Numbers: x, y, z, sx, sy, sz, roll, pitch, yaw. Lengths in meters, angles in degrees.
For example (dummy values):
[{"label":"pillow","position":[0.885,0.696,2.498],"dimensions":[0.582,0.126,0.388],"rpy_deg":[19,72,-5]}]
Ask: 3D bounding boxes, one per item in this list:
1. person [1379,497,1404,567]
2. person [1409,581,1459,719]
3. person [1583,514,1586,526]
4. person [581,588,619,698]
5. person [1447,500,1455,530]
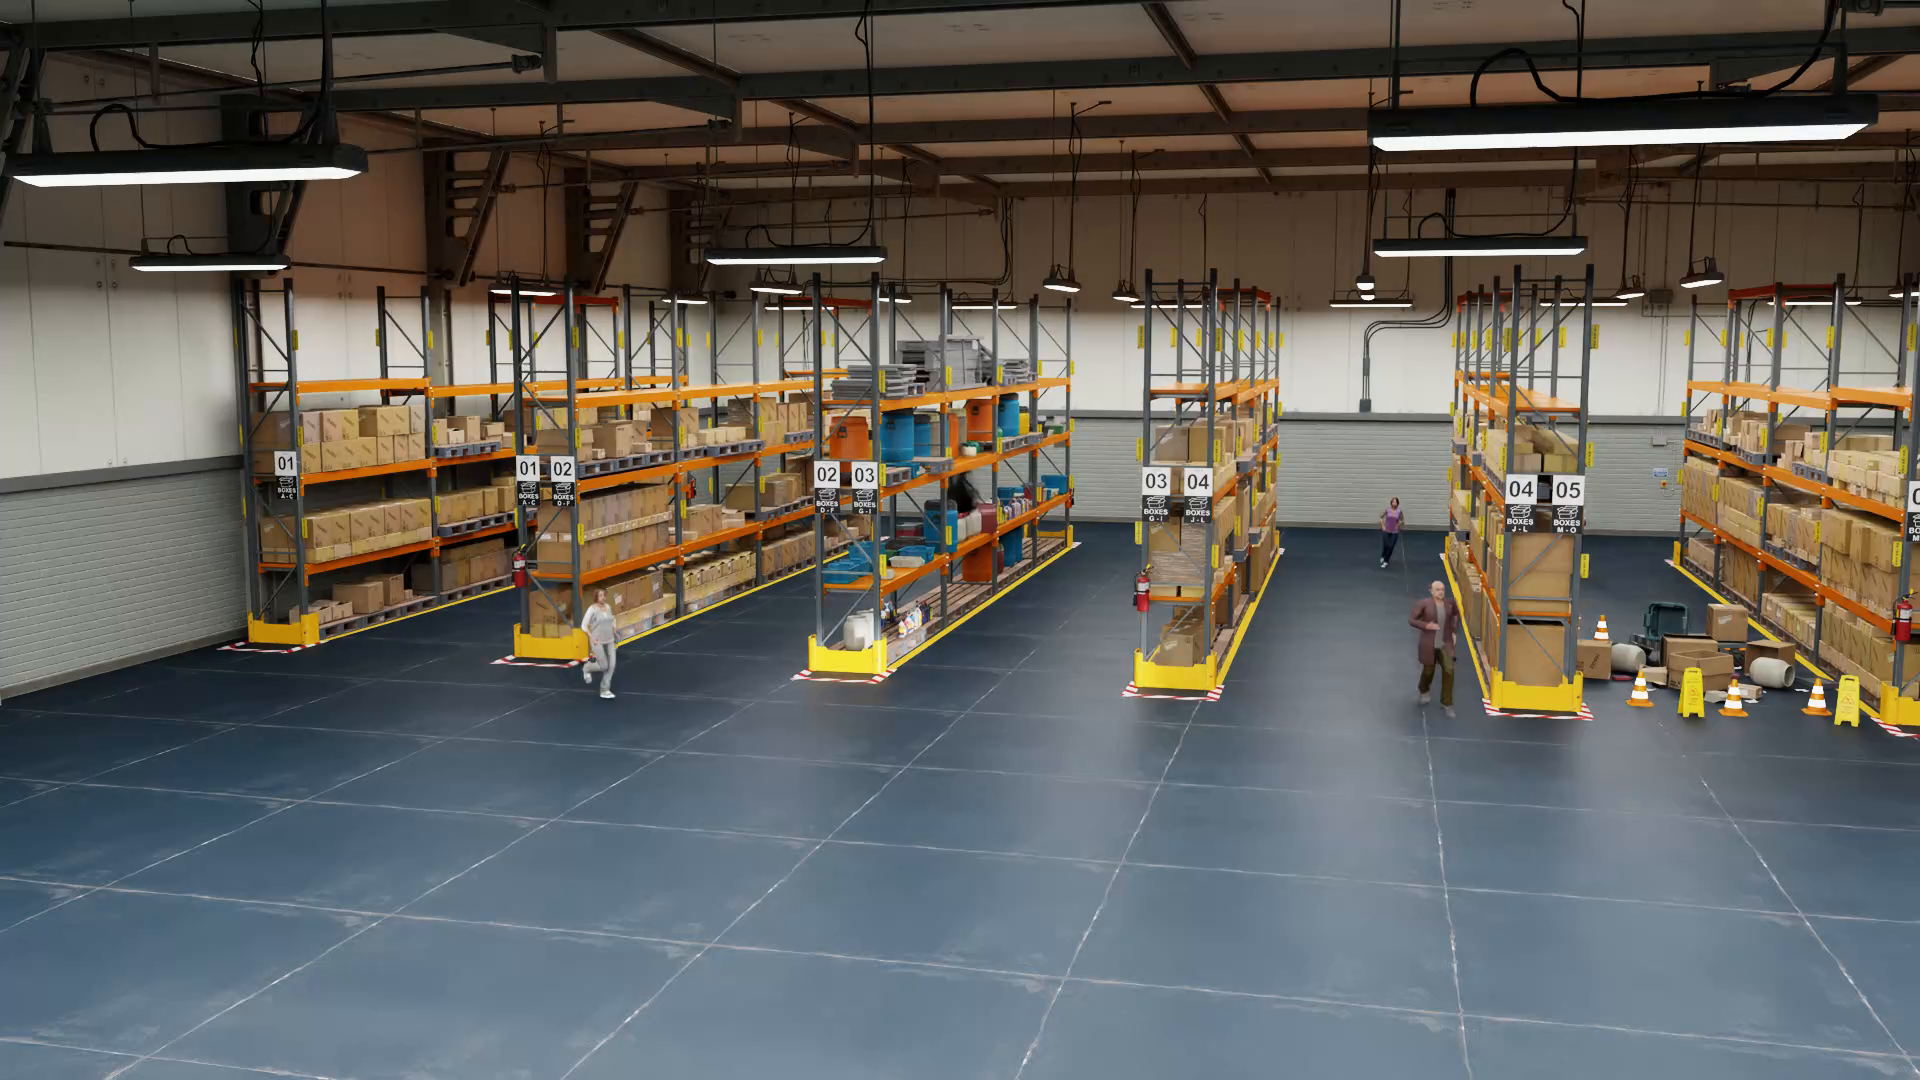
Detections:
[{"label":"person","position":[9.524,-0.166,36.700],"dimensions":[0.547,1.556,0.496],"rpy_deg":[1,7,9]},{"label":"person","position":[6.414,1.437,22.473],"dimensions":[0.740,1.805,0.999],"rpy_deg":[0,7,0]},{"label":"person","position":[13.285,-0.126,36.204],"dimensions":[0.604,1.596,0.574],"rpy_deg":[0,7,0]},{"label":"person","position":[-5.052,1.440,23.413],"dimensions":[0.611,1.539,0.549],"rpy_deg":[7,10,44]},{"label":"person","position":[11.892,-0.574,39.286],"dimensions":[0.767,1.864,0.708],"rpy_deg":[-1,7,-9]}]
